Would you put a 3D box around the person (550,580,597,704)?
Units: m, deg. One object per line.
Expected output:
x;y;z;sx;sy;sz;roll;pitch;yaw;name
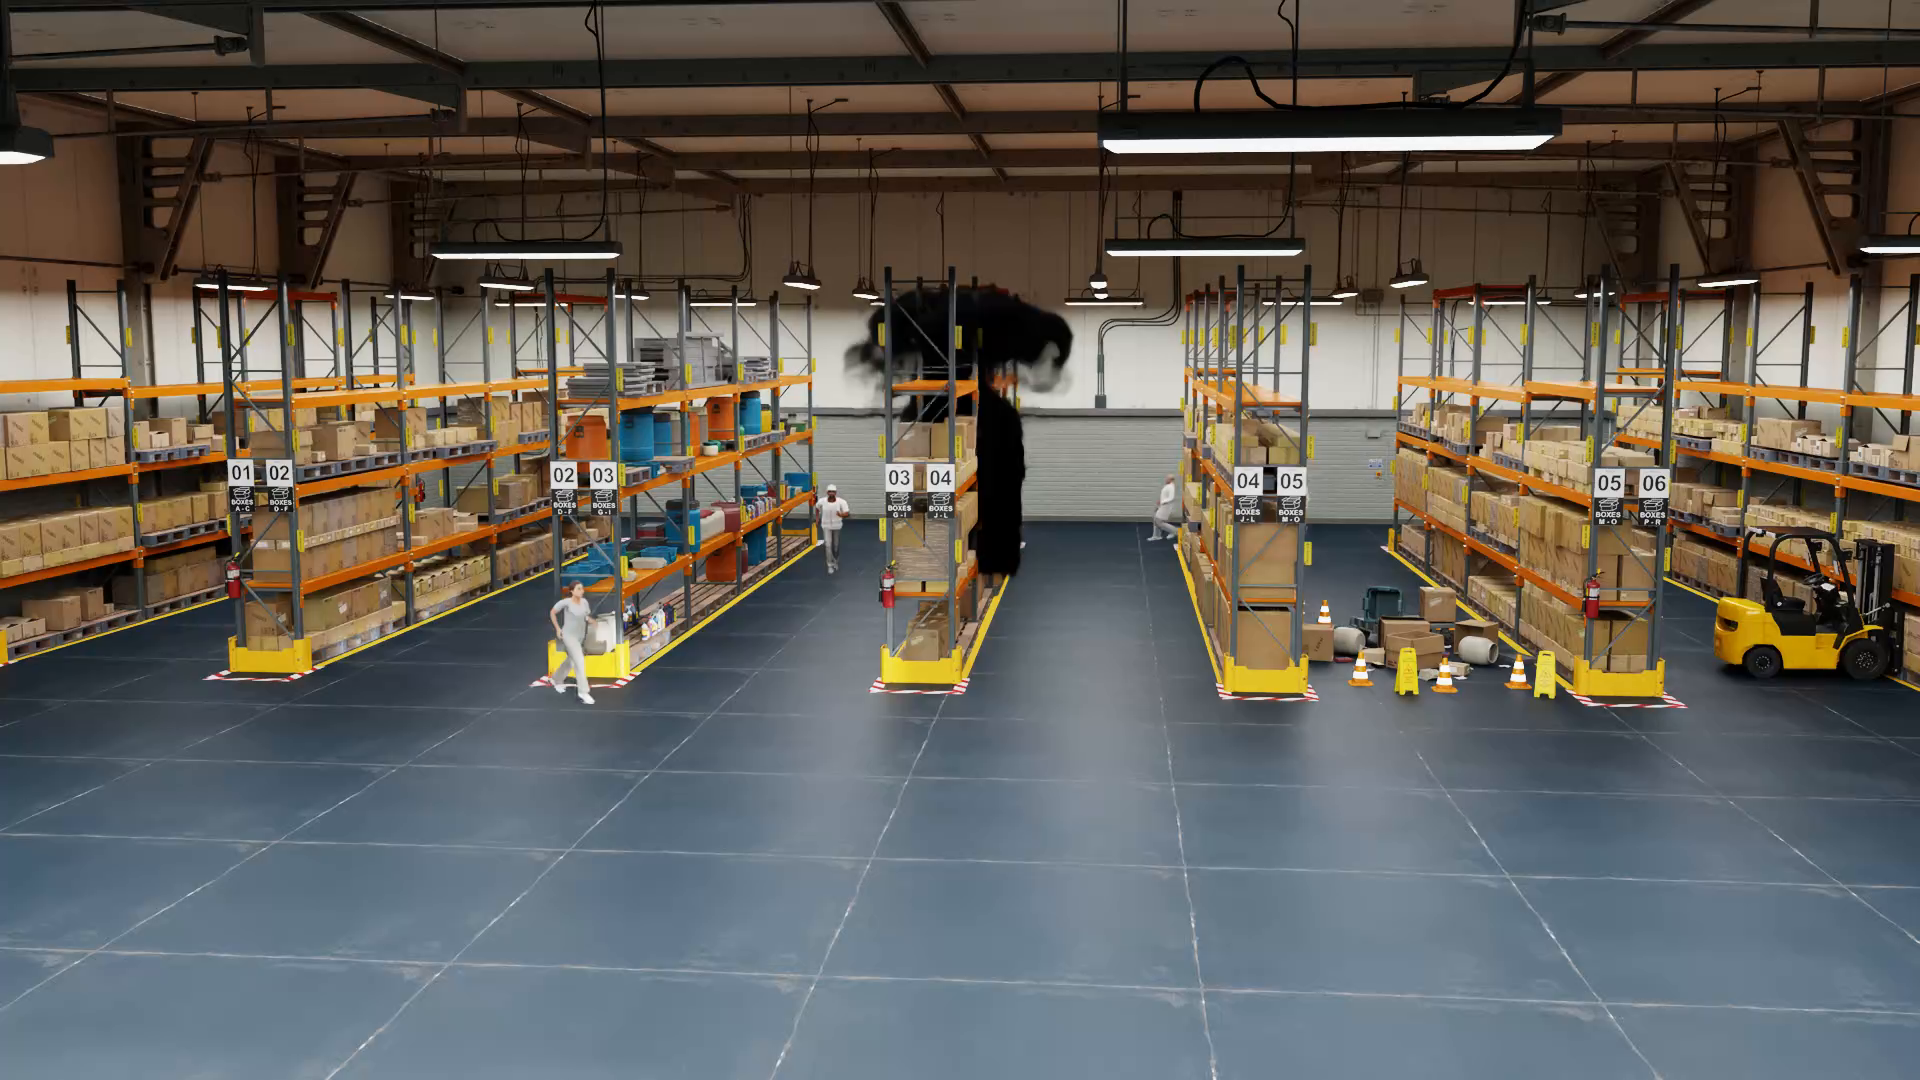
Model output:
-5.384;1.382;23.067;0.941;1.689;0.510;4;8;32;person

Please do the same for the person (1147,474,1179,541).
5.000;-0.776;40.782;0.796;1.705;0.783;1;7;5;person

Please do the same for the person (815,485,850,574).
-2.583;-0.227;33.674;0.697;1.802;0.940;0;7;-4;person
